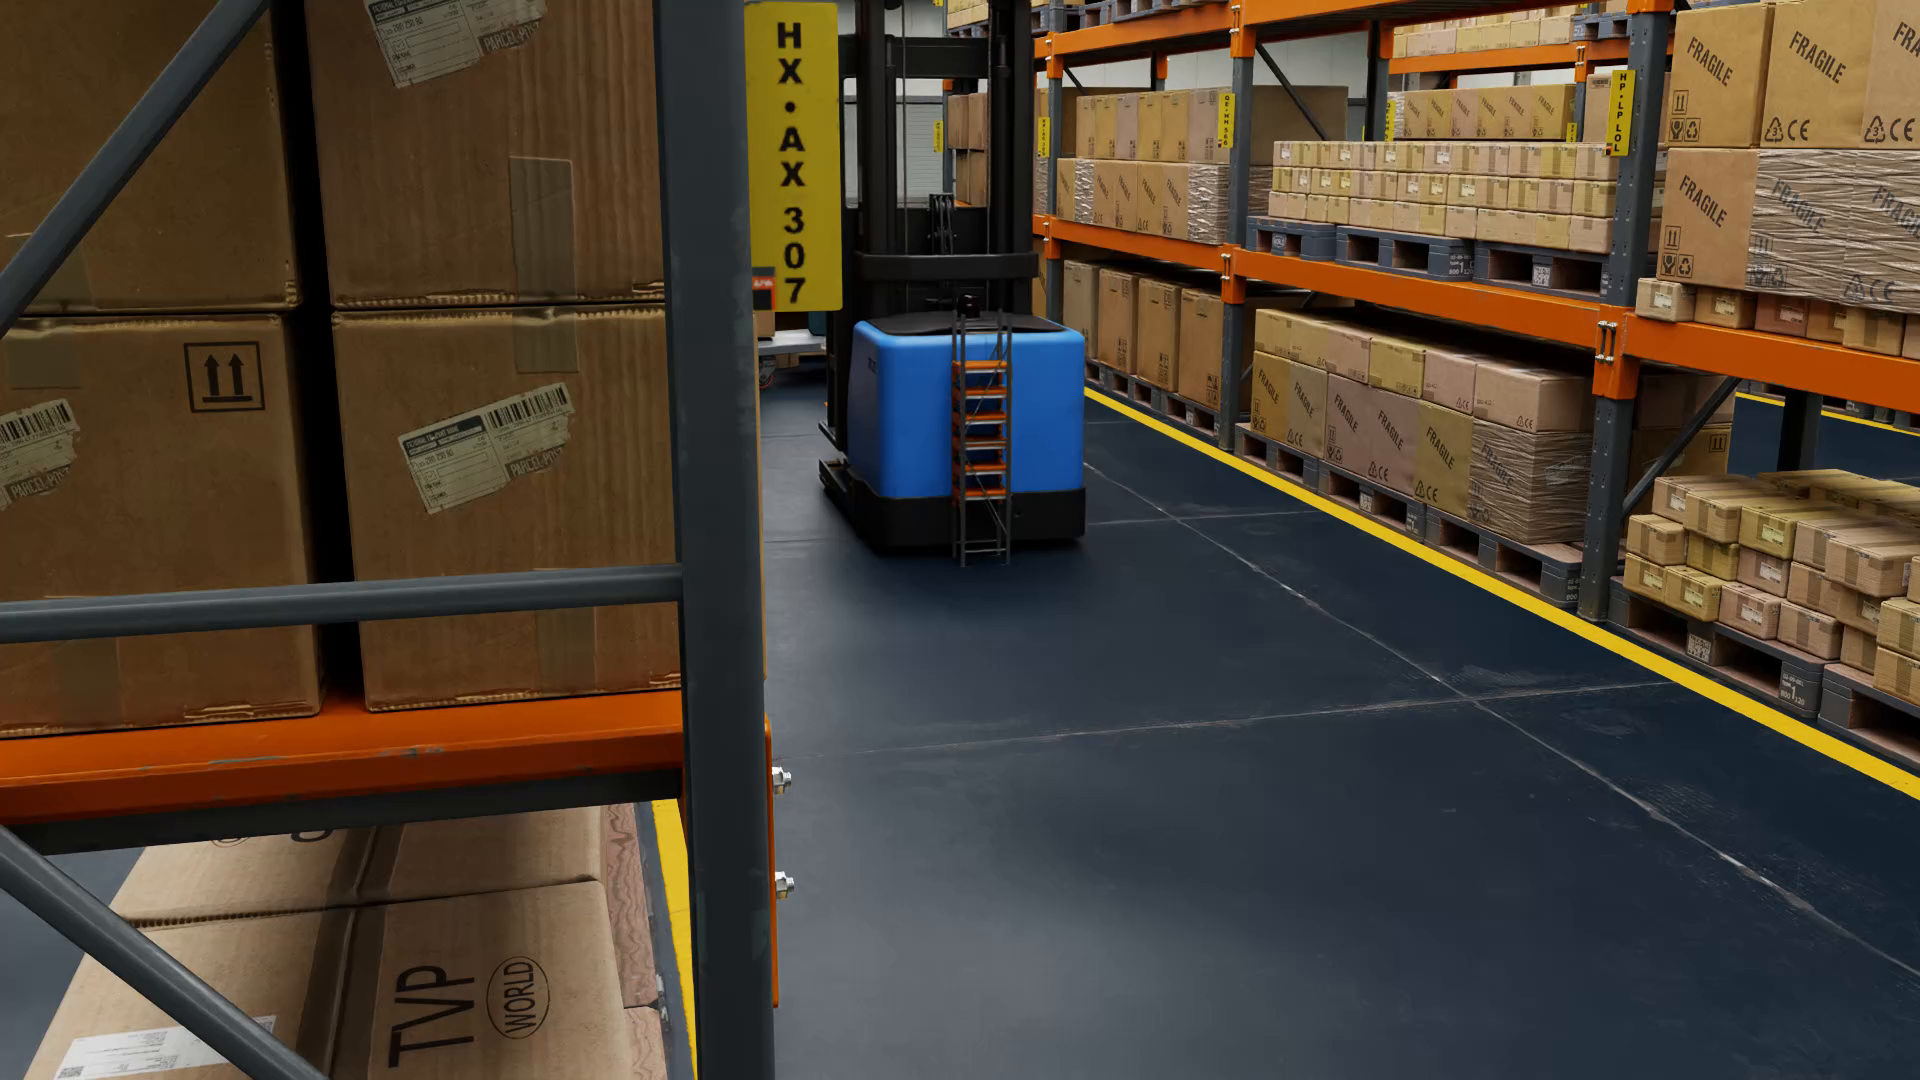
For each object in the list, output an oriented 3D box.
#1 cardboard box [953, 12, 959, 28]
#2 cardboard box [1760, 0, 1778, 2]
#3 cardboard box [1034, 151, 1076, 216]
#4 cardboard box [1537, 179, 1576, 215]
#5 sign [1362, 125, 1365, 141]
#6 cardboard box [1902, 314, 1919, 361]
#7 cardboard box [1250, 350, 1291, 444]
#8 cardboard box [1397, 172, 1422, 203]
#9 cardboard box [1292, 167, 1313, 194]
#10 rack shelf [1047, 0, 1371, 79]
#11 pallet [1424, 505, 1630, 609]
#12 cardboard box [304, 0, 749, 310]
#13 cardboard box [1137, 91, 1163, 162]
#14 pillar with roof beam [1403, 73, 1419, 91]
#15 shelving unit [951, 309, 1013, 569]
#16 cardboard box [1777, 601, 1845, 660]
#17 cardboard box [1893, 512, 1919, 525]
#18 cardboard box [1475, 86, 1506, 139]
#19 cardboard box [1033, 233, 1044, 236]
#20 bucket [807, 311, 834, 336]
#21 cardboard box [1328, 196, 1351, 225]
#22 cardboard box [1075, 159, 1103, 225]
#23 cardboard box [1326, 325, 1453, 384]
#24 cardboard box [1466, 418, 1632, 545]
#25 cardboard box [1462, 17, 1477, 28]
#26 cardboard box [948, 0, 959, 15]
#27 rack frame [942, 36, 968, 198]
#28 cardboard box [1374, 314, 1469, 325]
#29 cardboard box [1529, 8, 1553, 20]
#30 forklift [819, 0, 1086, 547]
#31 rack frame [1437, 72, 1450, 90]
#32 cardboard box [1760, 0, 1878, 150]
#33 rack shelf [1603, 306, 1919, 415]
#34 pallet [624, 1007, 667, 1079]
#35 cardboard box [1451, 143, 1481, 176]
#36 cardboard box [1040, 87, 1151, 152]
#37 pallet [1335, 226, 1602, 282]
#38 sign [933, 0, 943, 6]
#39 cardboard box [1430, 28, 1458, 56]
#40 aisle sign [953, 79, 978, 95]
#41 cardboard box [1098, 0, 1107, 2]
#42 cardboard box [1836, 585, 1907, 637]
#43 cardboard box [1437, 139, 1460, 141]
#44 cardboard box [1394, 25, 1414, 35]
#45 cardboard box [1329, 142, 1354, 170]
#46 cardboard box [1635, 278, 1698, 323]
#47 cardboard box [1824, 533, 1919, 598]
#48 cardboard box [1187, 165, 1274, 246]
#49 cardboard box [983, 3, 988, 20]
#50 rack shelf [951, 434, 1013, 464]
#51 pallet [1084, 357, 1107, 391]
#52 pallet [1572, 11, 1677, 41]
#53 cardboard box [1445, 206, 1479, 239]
[{"bbox_3d":[0.139,-5.344,17.096,0.380,0.149,0.250,-3,14,-13],"label":"cardboard box"},{"bbox_3d":[6.439,-4.030,12.598,0.500,0.250,0.500,-3,14,-12],"label":"cardboard box"},{"bbox_3d":[1.151,-3.147,14.672,0.875,0.550,0.550,-3,14,-13],"label":"cardboard box"},{"bbox_3d":[2.780,-1.512,7.314,0.380,0.149,0.250,-3,14,-13],"label":"cardboard box"},{"bbox_3d":[4.627,-4.556,18.931,0.100,0.325,0.005,-3,14,-13],"label":"sign"},{"bbox_3d":[3.233,-0.637,5.245,0.380,0.149,0.250,-3,14,-11],"label":"cardboard box"},{"bbox_3d":[2.107,-0.879,10.088,0.500,0.500,0.500,-4,14,-16],"label":"cardboard box"},{"bbox_3d":[2.478,-1.812,8.540,0.380,0.149,0.250,-3,14,-11],"label":"cardboard box"},{"bbox_3d":[2.173,-2.108,9.754,0.380,0.149,0.250,-3,14,-10],"label":"cardboard box"},{"bbox_3d":[1.719,-3.636,12.185,1.077,0.370,4.000,-3,14,-13],"label":"rack shelf"},{"bbox_3d":[2.944,0.031,7.856,1.003,0.211,1.213,-3,14,-13],"label":"pallet"},{"bbox_3d":[-0.556,-0.583,2.176,0.500,0.500,0.500,-4,14,-14],"label":"cardboard box"},{"bbox_3d":[1.730,-3.058,12.307,0.700,0.500,0.500,-3,14,-14],"label":"cardboard box"},{"bbox_3d":[9.374,-14.476,48.718,9.100,9.000,0.400,-3,14,-13],"label":"pillar with roof beam"},{"bbox_3d":[0.101,-0.475,7.844,0.258,1.200,0.189,-3,14,-12],"label":"shelving unit"},{"bbox_3d":[3.181,0.310,5.959,0.380,0.149,0.250,-4,14,-14],"label":"cardboard box"},{"bbox_3d":[3.614,-0.007,6.003,0.380,0.149,0.250,-3,14,-11],"label":"cardboard box"},{"bbox_3d":[5.486,-4.241,16.521,0.500,0.500,0.500,-3,14,-13],"label":"cardboard box"},{"bbox_3d":[0.954,-2.518,16.007,0.875,0.875,0.875,-3,14,-13],"label":"cardboard box"},{"bbox_3d":[-1.024,-2.041,14.155,0.726,0.611,0.620,2,24,6],"label":"bucket"},{"bbox_3d":[2.289,-1.848,9.316,0.380,0.149,0.250,-3,14,-11],"label":"cardboard box"},{"bbox_3d":[1.230,-2.786,13.298,0.500,0.500,0.500,-3,14,-13],"label":"cardboard box"},{"bbox_3d":[2.338,-1.017,9.070,0.500,0.250,0.500,-3,14,-13],"label":"cardboard box"},{"bbox_3d":[2.709,-0.291,7.678,0.500,0.500,0.500,-4,14,-14],"label":"cardboard box"},{"bbox_3d":[5.371,-5.310,16.998,0.380,0.149,0.250,-3,14,-14],"label":"cardboard box"},{"bbox_3d":[0.174,-5.568,17.172,0.500,0.250,0.500,-3,14,-13],"label":"cardboard box"},{"bbox_3d":[0.310,-3.912,18.121,1.000,3.000,0.127,-3,14,-13],"label":"rack frame"},{"bbox_3d":[2.733,-1.162,9.665,0.500,0.250,0.500,-3,14,-12],"label":"cardboard box"},{"bbox_3d":[5.620,-4.999,15.726,0.380,0.149,0.250,-4,14,-16],"label":"cardboard box"},{"bbox_3d":[-0.200,-1.692,9.178,1.130,2.935,3.031,-3,14,-12],"label":"forklift"},{"bbox_3d":[5.155,-4.166,19.157,1.000,3.000,0.127,-3,14,-13],"label":"rack frame"},{"bbox_3d":[3.134,-1.587,5.657,0.500,0.500,0.500,-4,14,-15],"label":"cardboard box"},{"bbox_3d":[3.598,-0.333,4.987,1.077,0.370,4.000,-3,14,-13],"label":"rack shelf"},{"bbox_3d":[-0.984,1.252,2.856,1.003,0.211,1.213,-3,14,-13],"label":"pallet"},{"bbox_3d":[2.605,-1.836,8.013,0.380,0.149,0.250,-4,14,-15],"label":"cardboard box"},{"bbox_3d":[1.196,-3.674,14.554,0.875,0.550,0.550,-3,14,-13],"label":"cardboard box"},{"bbox_3d":[2.693,-1.519,8.730,1.003,0.211,1.213,-3,14,-13],"label":"pallet"},{"bbox_3d":[-0.231,-5.803,17.531,0.100,0.325,0.005,-3,14,-13],"label":"sign"},{"bbox_3d":[5.256,-5.191,17.351,0.500,0.250,0.500,-3,14,-13],"label":"cardboard box"},{"bbox_3d":[0.002,-5.175,17.811,0.394,0.787,0.004,-3,14,-13],"label":"aisle sign"},{"bbox_3d":[1.431,-4.740,14.622,0.380,0.149,0.250,-3,14,-13],"label":"cardboard box"},{"bbox_3d":[3.243,0.228,5.667,0.380,0.149,0.250,-3,14,-11],"label":"cardboard box"},{"bbox_3d":[5.567,-4.004,17.658,0.875,0.500,0.500,-3,14,-13],"label":"cardboard box"},{"bbox_3d":[4.961,-5.602,18.192,0.380,0.149,0.250,-3,14,-12],"label":"cardboard box"},{"bbox_3d":[2.290,-2.141,9.260,0.380,0.149,0.250,-4,14,-16],"label":"cardboard box"},{"bbox_3d":[2.877,-0.939,6.478,0.380,0.149,0.250,-3,14,-11],"label":"cardboard box"},{"bbox_3d":[3.186,0.083,5.634,0.380,0.149,0.250,-3,14,-12],"label":"cardboard box"},{"bbox_3d":[1.822,-2.204,10.919,0.500,0.500,0.500,-3,14,-13],"label":"cardboard box"},{"bbox_3d":[0.436,-5.053,15.905,0.380,0.149,0.250,-3,14,-13],"label":"cardboard box"},{"bbox_3d":[0.101,-0.432,7.855,0.258,0.103,0.180,-3,14,-12],"label":"rack shelf"},{"bbox_3d":[1.504,-1.461,13.964,1.003,0.211,1.213,-3,14,-13],"label":"pallet"},{"bbox_3d":[6.136,-4.460,14.439,1.213,0.211,1.003,-3,14,-13],"label":"pallet"},{"bbox_3d":[2.595,-1.546,8.079,0.380,0.149,0.250,-4,14,-16],"label":"cardboard box"}]
